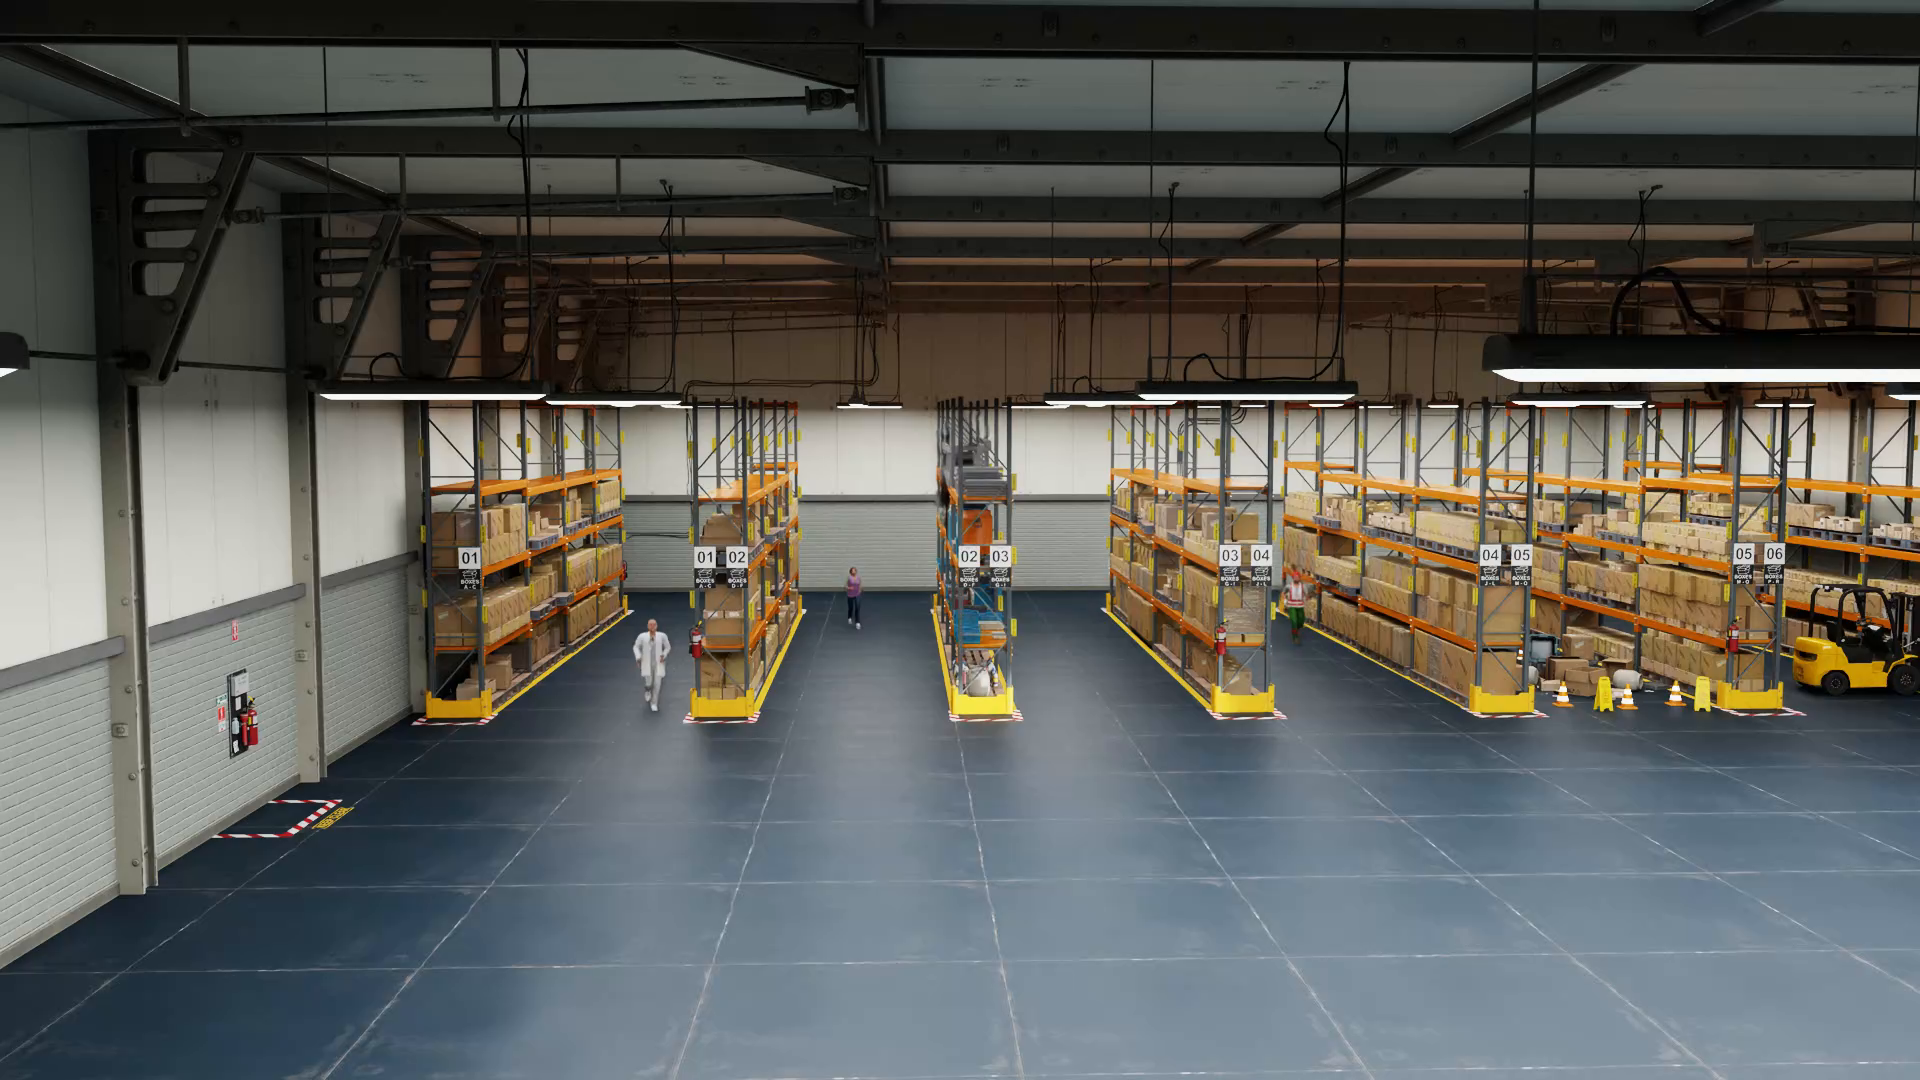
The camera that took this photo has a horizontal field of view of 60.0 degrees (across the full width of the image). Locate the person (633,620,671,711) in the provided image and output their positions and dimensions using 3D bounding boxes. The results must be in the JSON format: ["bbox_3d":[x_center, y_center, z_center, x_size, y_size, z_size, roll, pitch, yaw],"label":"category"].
[{"bbox_3d":[-5.917,2.394,32.012,0.709,1.737,0.640,-1,5,-14],"label":"person"}]

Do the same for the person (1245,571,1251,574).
[{"bbox_3d":[8.009,1.245,47.005,0.703,1.745,0.698,1,5,18],"label":"person"}]

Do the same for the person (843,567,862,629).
[{"bbox_3d":[-2.831,1.506,44.021,0.540,1.605,0.867,-1,5,-16],"label":"person"}]

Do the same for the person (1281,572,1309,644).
[{"bbox_3d":[8.309,1.668,41.158,0.669,1.761,0.867,0,4,0],"label":"person"}]
